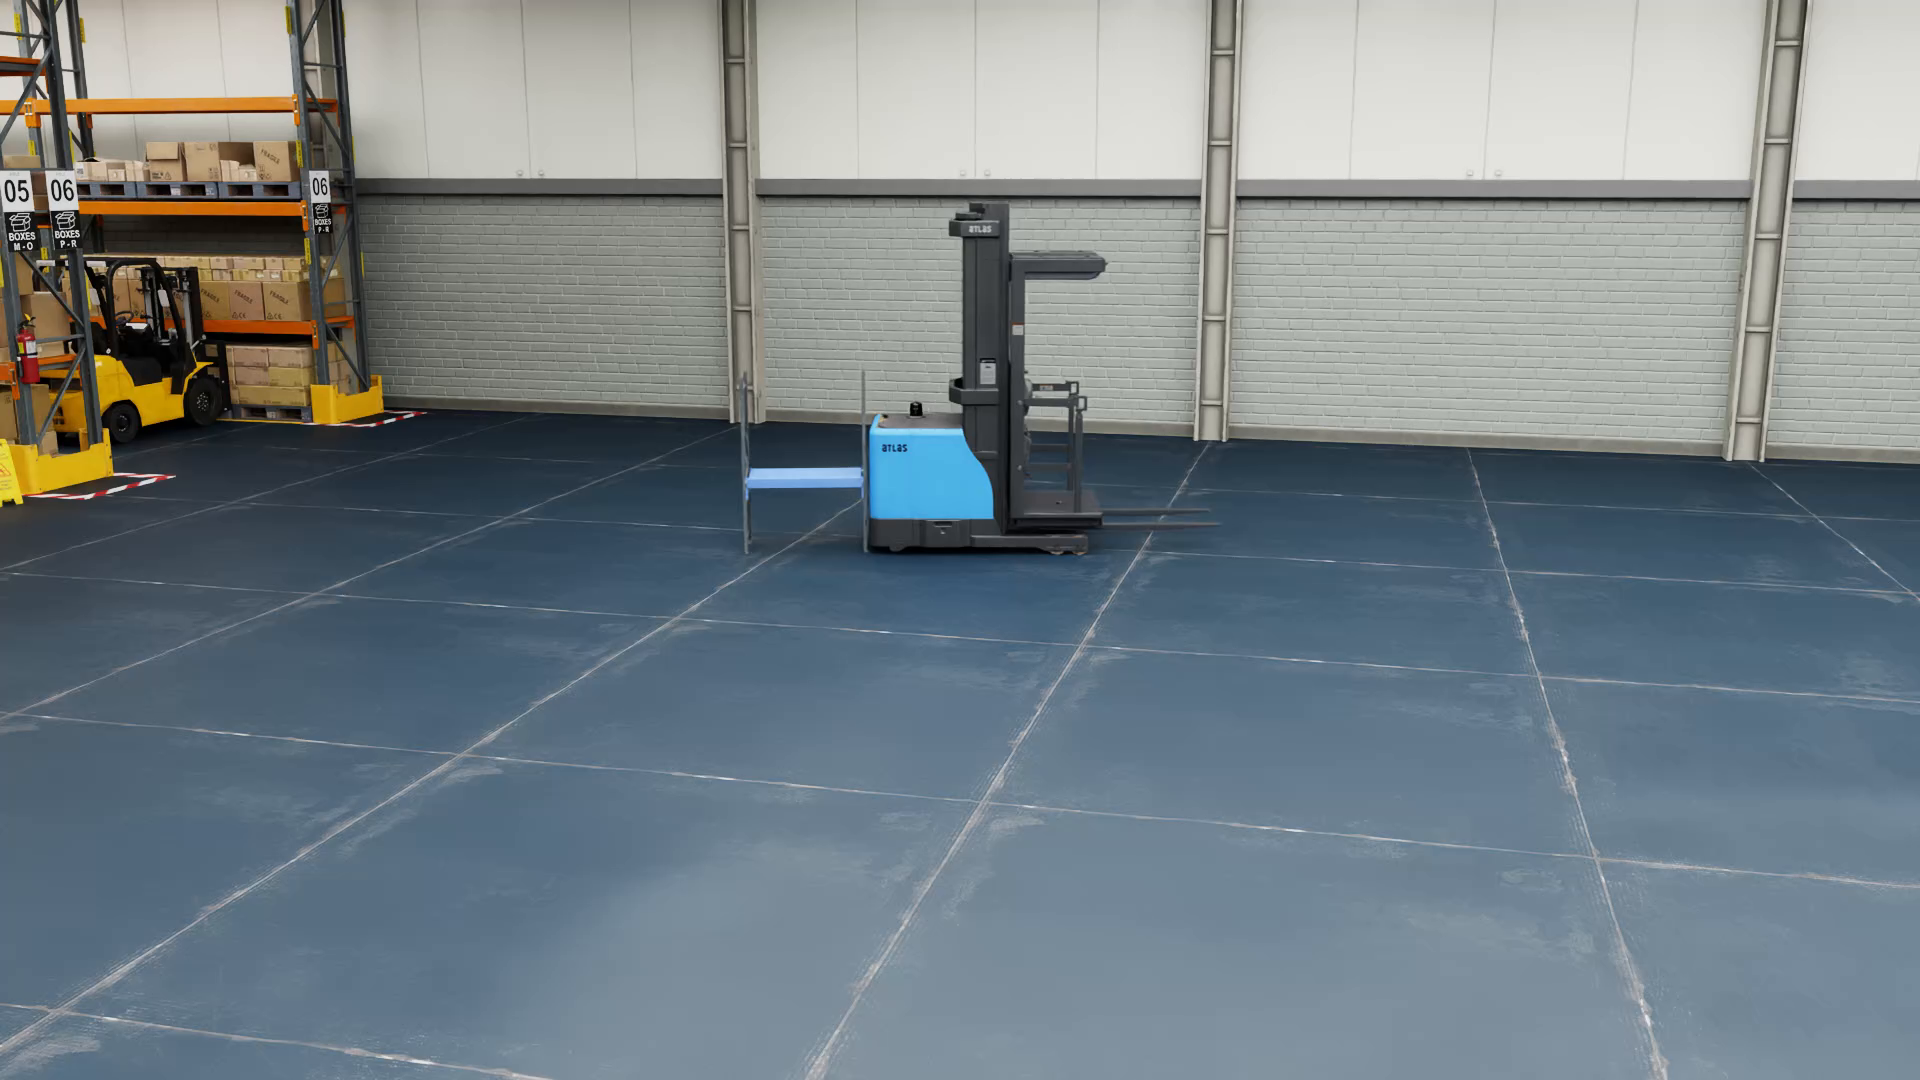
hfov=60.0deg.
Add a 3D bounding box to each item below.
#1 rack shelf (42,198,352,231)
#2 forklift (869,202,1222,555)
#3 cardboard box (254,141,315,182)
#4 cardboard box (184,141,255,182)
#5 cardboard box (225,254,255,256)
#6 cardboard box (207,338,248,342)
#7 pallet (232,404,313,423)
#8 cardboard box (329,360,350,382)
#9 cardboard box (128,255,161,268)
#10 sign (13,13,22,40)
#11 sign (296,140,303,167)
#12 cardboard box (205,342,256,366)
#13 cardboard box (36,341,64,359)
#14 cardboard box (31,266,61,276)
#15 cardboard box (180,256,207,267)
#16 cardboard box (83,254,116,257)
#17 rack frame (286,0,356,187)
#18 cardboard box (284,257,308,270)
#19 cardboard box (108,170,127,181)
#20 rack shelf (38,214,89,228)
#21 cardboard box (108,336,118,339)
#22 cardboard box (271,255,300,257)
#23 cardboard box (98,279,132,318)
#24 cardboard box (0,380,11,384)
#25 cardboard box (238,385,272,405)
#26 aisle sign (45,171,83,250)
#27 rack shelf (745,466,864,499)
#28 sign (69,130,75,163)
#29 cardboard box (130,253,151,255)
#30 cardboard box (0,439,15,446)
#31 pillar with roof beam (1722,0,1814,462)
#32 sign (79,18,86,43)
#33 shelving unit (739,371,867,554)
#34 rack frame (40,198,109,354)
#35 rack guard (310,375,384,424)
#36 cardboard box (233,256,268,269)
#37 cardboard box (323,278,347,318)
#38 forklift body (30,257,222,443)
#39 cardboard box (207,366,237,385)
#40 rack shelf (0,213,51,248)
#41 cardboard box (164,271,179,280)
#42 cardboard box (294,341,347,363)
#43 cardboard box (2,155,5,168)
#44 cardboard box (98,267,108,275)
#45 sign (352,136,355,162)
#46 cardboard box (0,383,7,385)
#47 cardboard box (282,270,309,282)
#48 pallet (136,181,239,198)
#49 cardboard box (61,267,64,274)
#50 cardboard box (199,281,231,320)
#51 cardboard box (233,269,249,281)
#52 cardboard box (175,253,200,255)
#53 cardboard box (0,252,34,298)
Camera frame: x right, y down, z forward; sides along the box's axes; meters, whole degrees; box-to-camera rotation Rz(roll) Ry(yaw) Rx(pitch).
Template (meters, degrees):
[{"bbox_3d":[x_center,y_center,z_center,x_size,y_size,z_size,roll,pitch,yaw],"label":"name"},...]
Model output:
[{"bbox_3d":[-10.069,-4.310,21.971,4.000,0.370,1.077,3,13,14],"label":"rack shelf"},{"bbox_3d":[0.737,-1.418,14.358,3.031,2.935,1.130,0,13,0],"label":"forklift"},{"bbox_3d":[-8.615,-4.832,21.230,0.500,0.500,0.500,3,13,15],"label":"cardboard box"},{"bbox_3d":[-9.586,-4.906,21.565,0.500,0.500,0.700,3,13,14],"label":"cardboard box"},{"bbox_3d":[-9.638,-3.756,22.324,0.250,0.149,0.380,3,13,12],"label":"cardboard box"},{"bbox_3d":[-10.013,-2.590,22.553,0.500,0.250,0.500,3,13,12],"label":"cardboard box"},{"bbox_3d":[-8.880,-1.763,22.191,1.213,0.211,1.003,3,13,14],"label":"pallet"},{"bbox_3d":[-8.534,-2.268,22.255,0.500,0.250,0.500,3,13,15],"label":"cardboard box"},{"bbox_3d":[-10.763,-3.684,21.997,0.250,0.149,0.380,3,13,13],"label":"cardboard box"},{"bbox_3d":[-12.129,-6.609,21.409,0.005,0.325,0.100,3,13,14],"label":"sign"},{"bbox_3d":[-8.271,-4.838,20.826,0.005,0.325,0.100,3,13,14],"label":"sign"},{"bbox_3d":[-9.638,-2.452,21.928,0.500,0.250,0.500,3,13,14],"label":"cardboard box"},{"bbox_3d":[-9.593,-1.988,17.347,0.250,0.149,0.380,3,13,14],"label":"cardboard box"},{"bbox_3d":[-12.395,-3.637,22.474,0.250,0.149,0.380,4,13,15],"label":"cardboard box"},{"bbox_3d":[-10.016,-3.656,21.874,0.250,0.149,0.380,3,13,14],"label":"cardboard box"},{"bbox_3d":[-11.492,-3.742,22.257,0.250,0.149,0.380,3,13,14],"label":"cardboard box"},{"bbox_3d":[-8.127,-6.022,21.100,0.127,3.000,1.000,3,13,14],"label":"rack frame"},{"bbox_3d":[-8.525,-3.578,21.520,0.250,0.149,0.380,3,13,14],"label":"cardboard box"},{"bbox_3d":[-10.902,-4.769,21.759,0.250,0.149,0.380,3,13,15],"label":"cardboard box"},{"bbox_3d":[-13.952,-4.518,22.906,4.000,0.370,1.077,3,13,14],"label":"rack shelf"},{"bbox_3d":[-11.487,-2.667,22.898,0.500,0.250,0.500,3,13,15],"label":"cardboard box"},{"bbox_3d":[-8.908,-3.698,22.059,0.250,0.149,0.380,3,13,15],"label":"cardboard box"},{"bbox_3d":[-11.133,-3.248,22.217,0.500,0.500,0.500,3,13,15],"label":"cardboard box"},{"bbox_3d":[-13.271,-2.413,23.197,0.625,0.625,0.875,3,13,13],"label":"cardboard box"},{"bbox_3d":[-9.140,-1.941,21.938,0.500,0.250,0.500,3,13,14],"label":"cardboard box"},{"bbox_3d":[-9.178,-3.380,17.042,0.004,0.787,0.394,3,13,14],"label":"aisle sign"},{"bbox_3d":[-1.332,-0.497,14.342,1.000,0.185,0.538,-1,13,-3],"label":"rack shelf"},{"bbox_3d":[-9.183,-4.054,17.139,0.005,0.325,0.100,3,13,14],"label":"sign"},{"bbox_3d":[-11.134,-3.826,22.637,0.250,0.149,0.380,3,13,13],"label":"cardboard box"},{"bbox_3d":[-10.185,-0.898,17.236,0.500,0.250,0.500,3,13,13],"label":"cardboard box"},{"bbox_3d":[7.857,-4.408,13.826,0.400,9.000,9.100,3,13,14],"label":"pillar with roof beam"},{"bbox_3d":[-11.854,-6.878,22.438,0.005,0.325,0.100,3,13,14],"label":"sign"},{"bbox_3d":[-1.332,-0.673,14.303,1.048,1.500,0.538,-1,13,-3],"label":"shelving unit"},{"bbox_3d":[-12.011,-3.301,22.685,0.127,3.000,1.000,3,13,14],"label":"rack frame"},{"bbox_3d":[-8.104,-1.872,22.015,0.348,0.500,1.175,3,13,14],"label":"rack guard"},{"bbox_3d":[-9.257,-3.621,21.713,0.250,0.149,0.380,3,13,14],"label":"cardboard box"},{"bbox_3d":[-8.542,-3.226,22.118,0.500,0.500,0.500,3,13,15],"label":"cardboard box"},{"bbox_3d":[-10.405,-2.393,20.556,1.214,2.155,2.313,3,13,14],"label":"forklift body"},{"bbox_3d":[-9.665,-2.210,21.994,0.500,0.250,0.500,3,13,12],"label":"cardboard box"},{"bbox_3d":[-11.255,-3.266,17.265,4.000,0.370,1.077,3,13,14],"label":"rack shelf"},{"bbox_3d":[-10.268,-3.510,21.900,0.250,0.149,0.380,3,13,12],"label":"cardboard box"},{"bbox_3d":[-8.548,-2.509,22.186,0.500,0.250,0.500,3,13,13],"label":"cardboard box"},{"bbox_3d":[-9.712,-3.736,16.459,0.250,0.149,0.380,3,13,14],"label":"cardboard box"},{"bbox_3d":[-11.253,-3.574,22.187,0.250,0.149,0.380,3,13,13],"label":"cardboard box"},{"bbox_3d":[-7.988,-5.139,21.846,0.005,0.325,0.100,3,13,14],"label":"sign"},{"bbox_3d":[-10.562,-1.405,17.789,0.500,0.500,0.500,3,13,11],"label":"cardboard box"},{"bbox_3d":[-8.531,-3.418,21.484,0.250,0.149,0.380,3,13,14],"label":"cardboard box"},{"bbox_3d":[-9.996,-4.619,21.908,1.213,0.211,1.003,3,13,14],"label":"pallet"},{"bbox_3d":[-12.300,-3.729,22.890,0.250,0.149,0.380,3,13,12],"label":"cardboard box"},{"bbox_3d":[-9.667,-3.168,21.855,0.500,0.500,0.500,3,13,12],"label":"cardboard box"},{"bbox_3d":[-9.261,-3.466,21.703,0.250,0.149,0.380,3,13,13],"label":"cardboard box"},{"bbox_3d":[-10.393,-3.785,22.454,0.250,0.149,0.380,3,13,13],"label":"cardboard box"},{"bbox_3d":[-9.861,-2.712,16.805,0.500,0.500,0.700,3,13,12],"label":"cardboard box"}]
